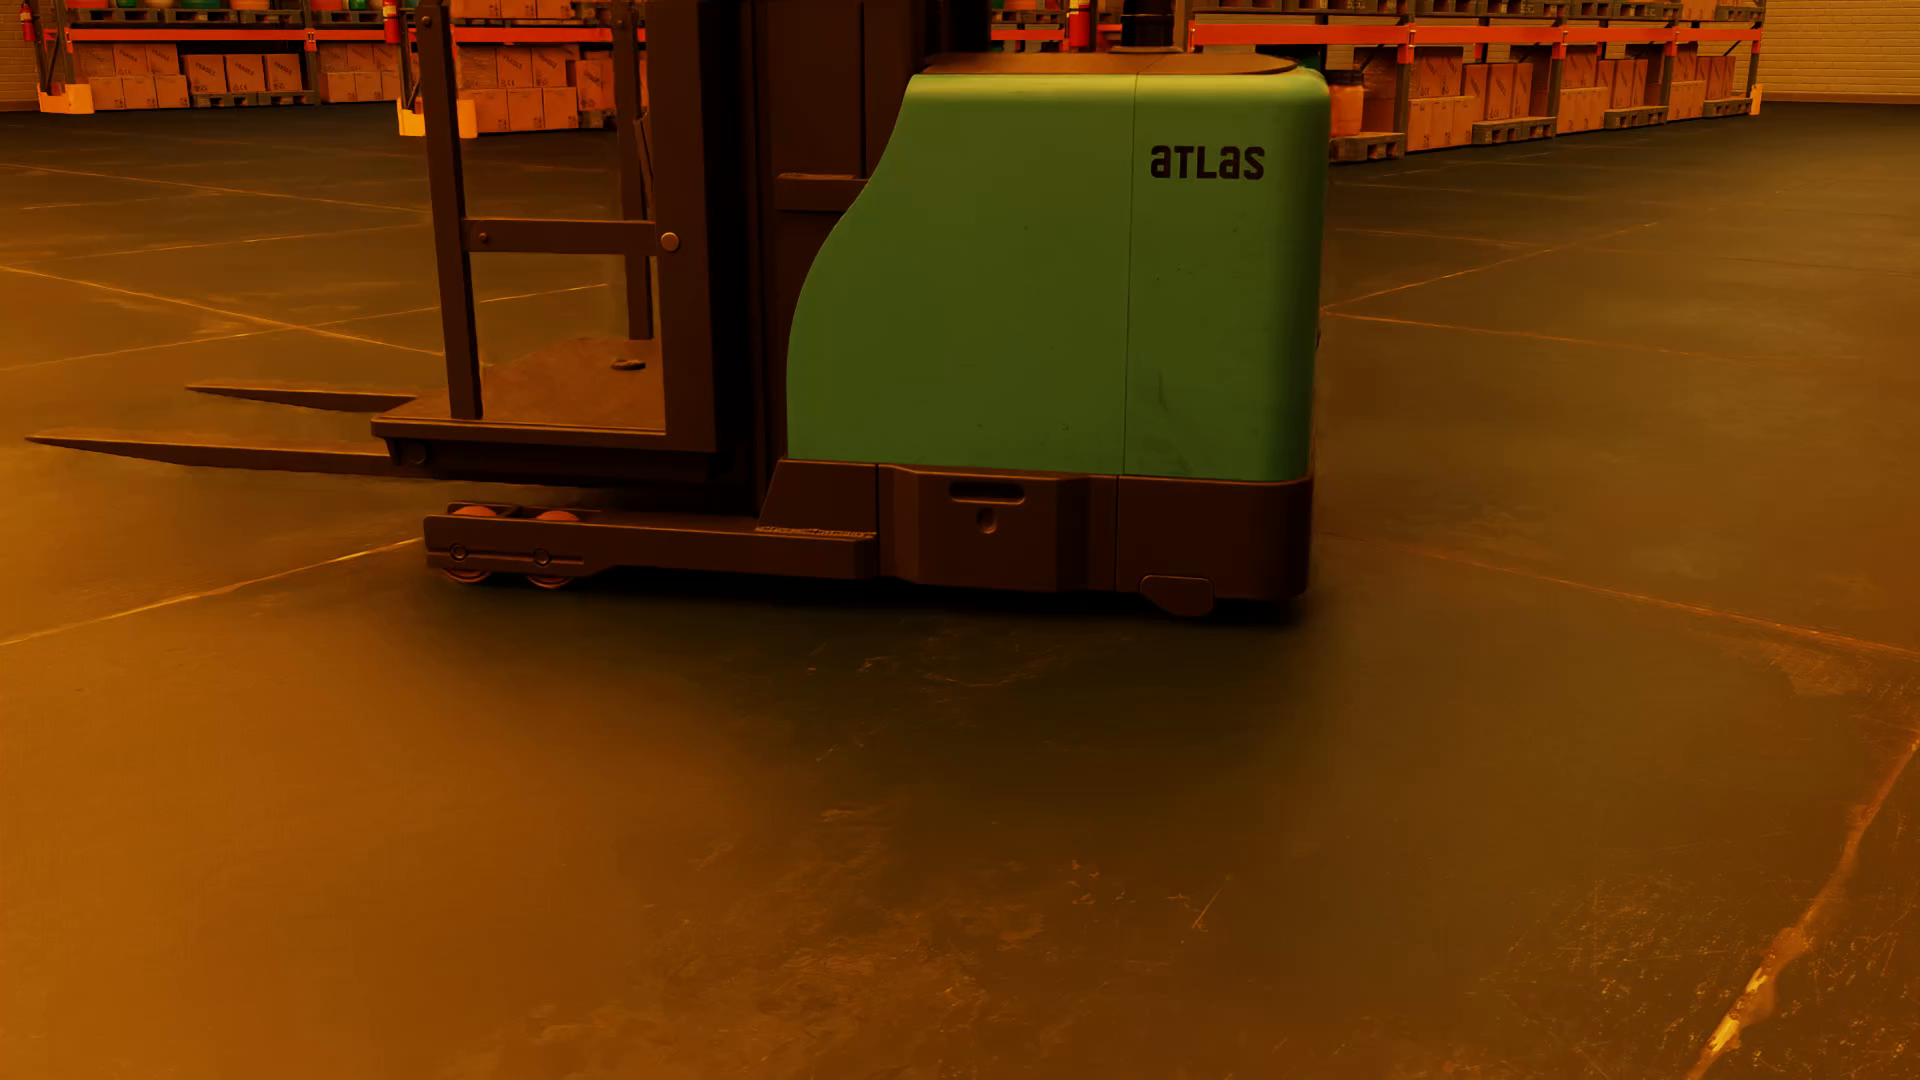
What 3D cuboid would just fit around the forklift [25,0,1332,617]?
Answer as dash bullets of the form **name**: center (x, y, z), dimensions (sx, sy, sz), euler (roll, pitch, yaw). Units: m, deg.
- **forklift**: center (-0.696, -1.444, 3.651), dimensions (3.031, 2.935, 1.130), euler (3, 17, 11)
